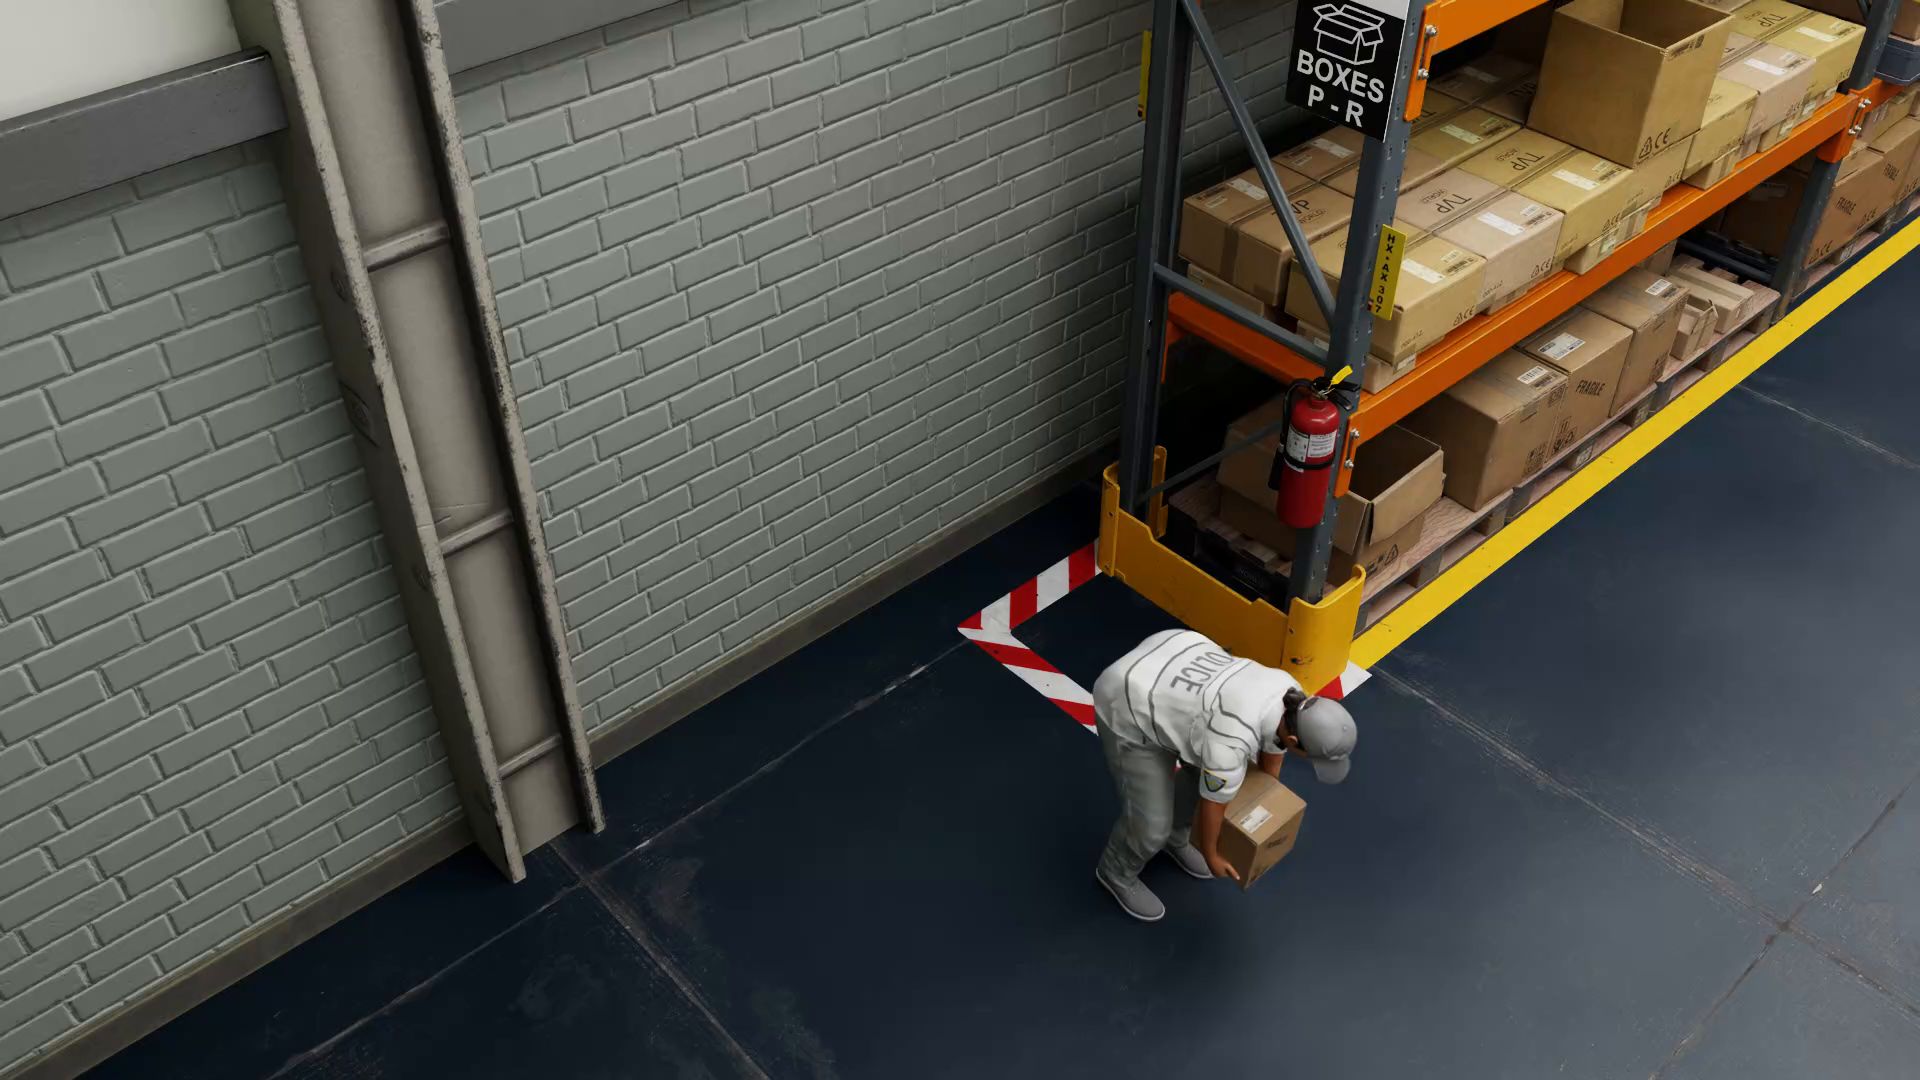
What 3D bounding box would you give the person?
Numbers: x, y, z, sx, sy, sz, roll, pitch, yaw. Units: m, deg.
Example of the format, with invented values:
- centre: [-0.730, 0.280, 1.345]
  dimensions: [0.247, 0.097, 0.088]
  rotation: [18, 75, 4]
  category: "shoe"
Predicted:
- centre: [0.840, 0.818, 5.502]
  dimensions: [0.463, 1.260, 0.901]
  rotation: [-32, 49, -32]
  category: "person"
